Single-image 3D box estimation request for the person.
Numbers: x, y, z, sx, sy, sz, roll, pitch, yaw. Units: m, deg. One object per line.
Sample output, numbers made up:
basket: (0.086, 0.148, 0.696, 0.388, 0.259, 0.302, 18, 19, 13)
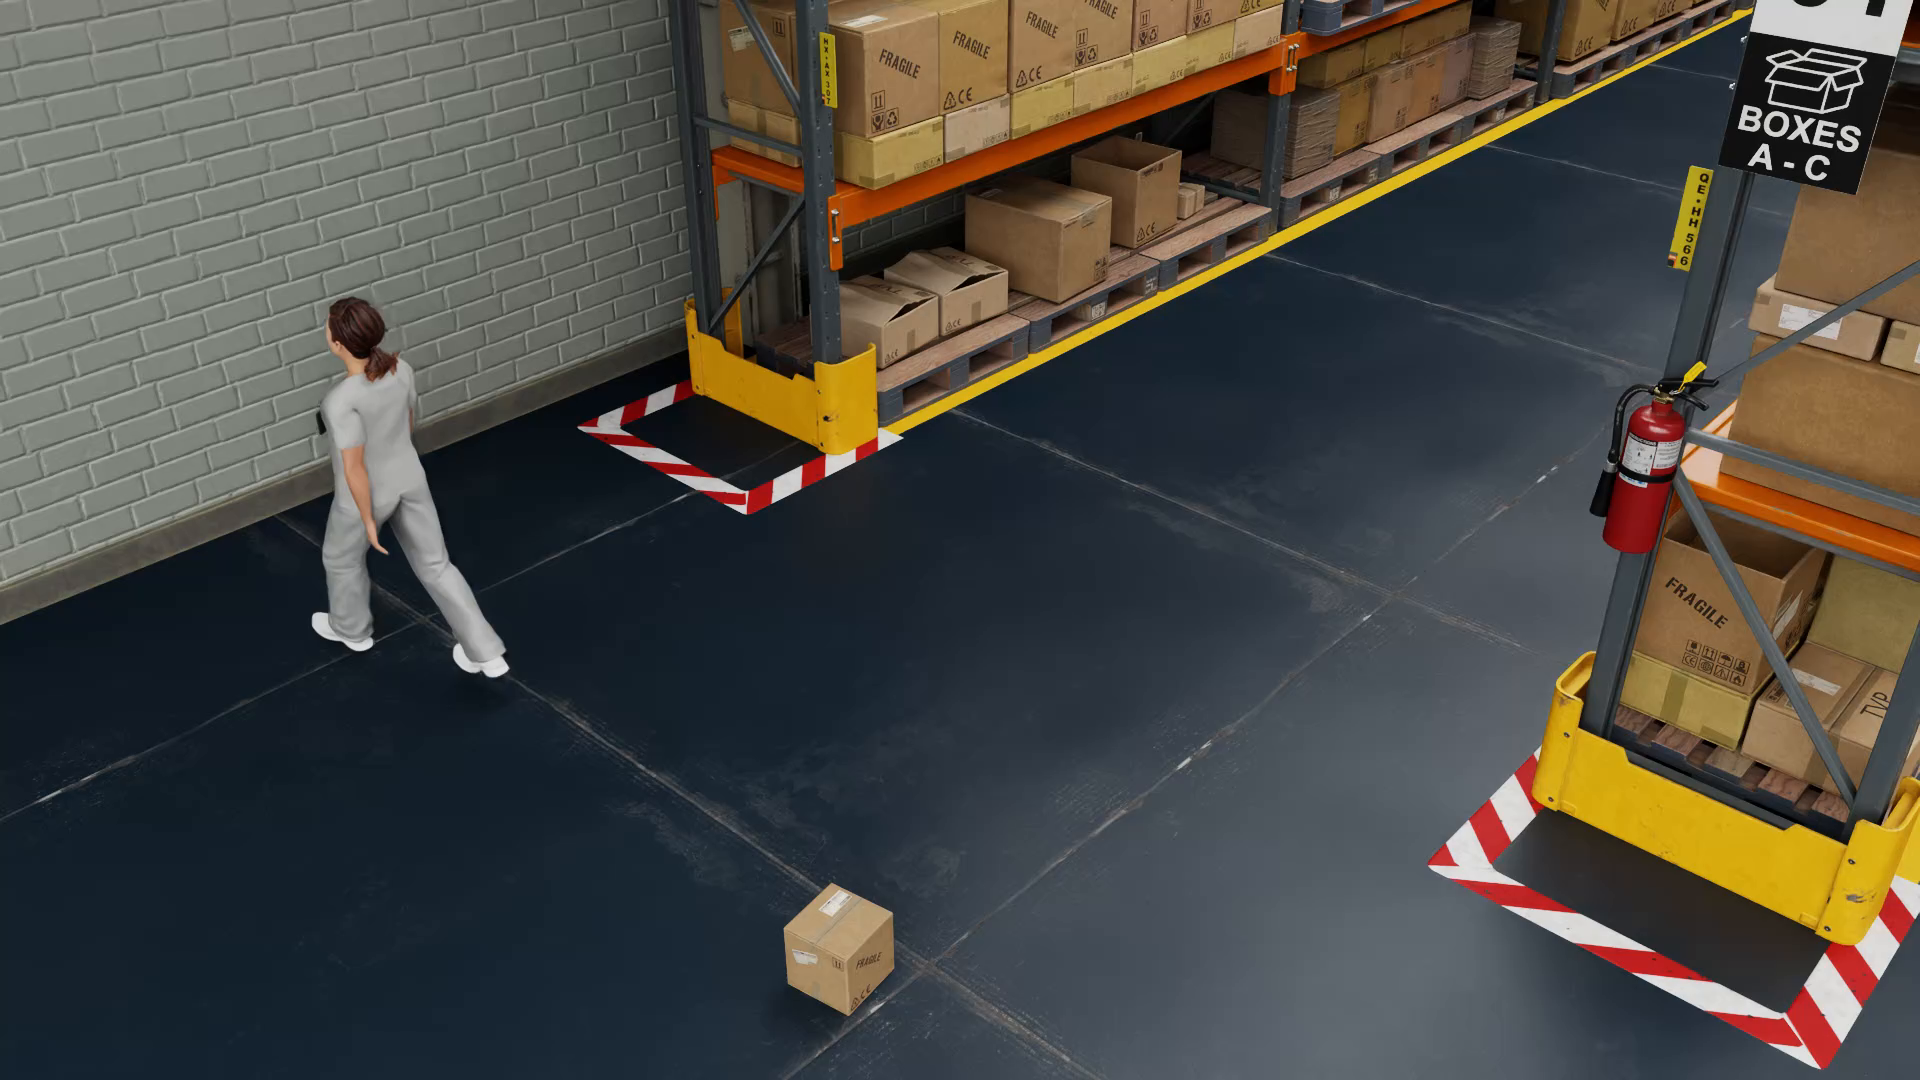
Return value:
person: (-2.259, -0.202, 6.476, 1.005, 1.616, 0.440, 20, 37, 29)
